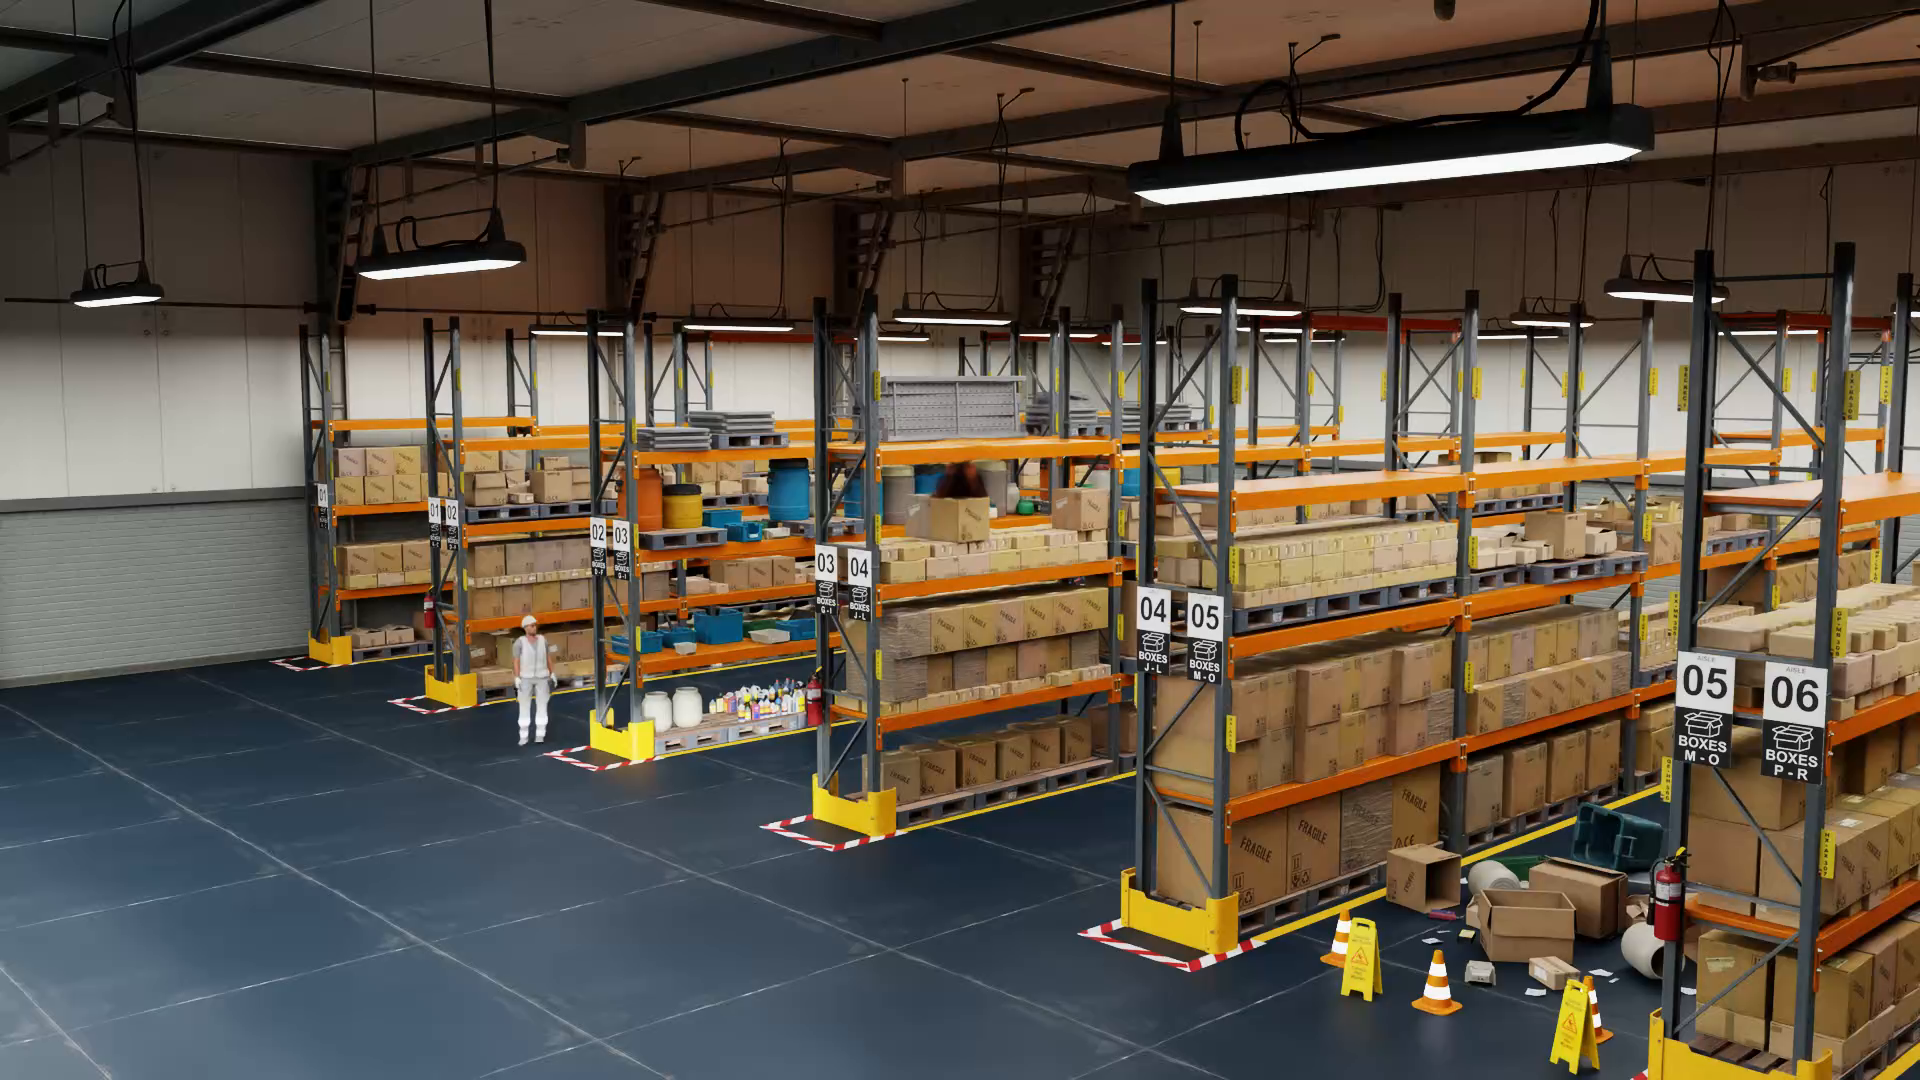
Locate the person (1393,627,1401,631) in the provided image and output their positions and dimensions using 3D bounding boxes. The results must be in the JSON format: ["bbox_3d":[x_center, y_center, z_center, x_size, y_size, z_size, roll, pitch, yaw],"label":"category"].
[{"bbox_3d":[6.096,1.993,23.476,0.960,1.608,0.498,-5,7,-38],"label":"person"}]

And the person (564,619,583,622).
[{"bbox_3d":[-6.788,1.323,29.754,0.665,1.659,0.441,-6,8,-45],"label":"person"}]

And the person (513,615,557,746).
[{"bbox_3d":[-5.921,1.957,23.197,0.597,1.820,0.439,-2,6,-16],"label":"person"}]
